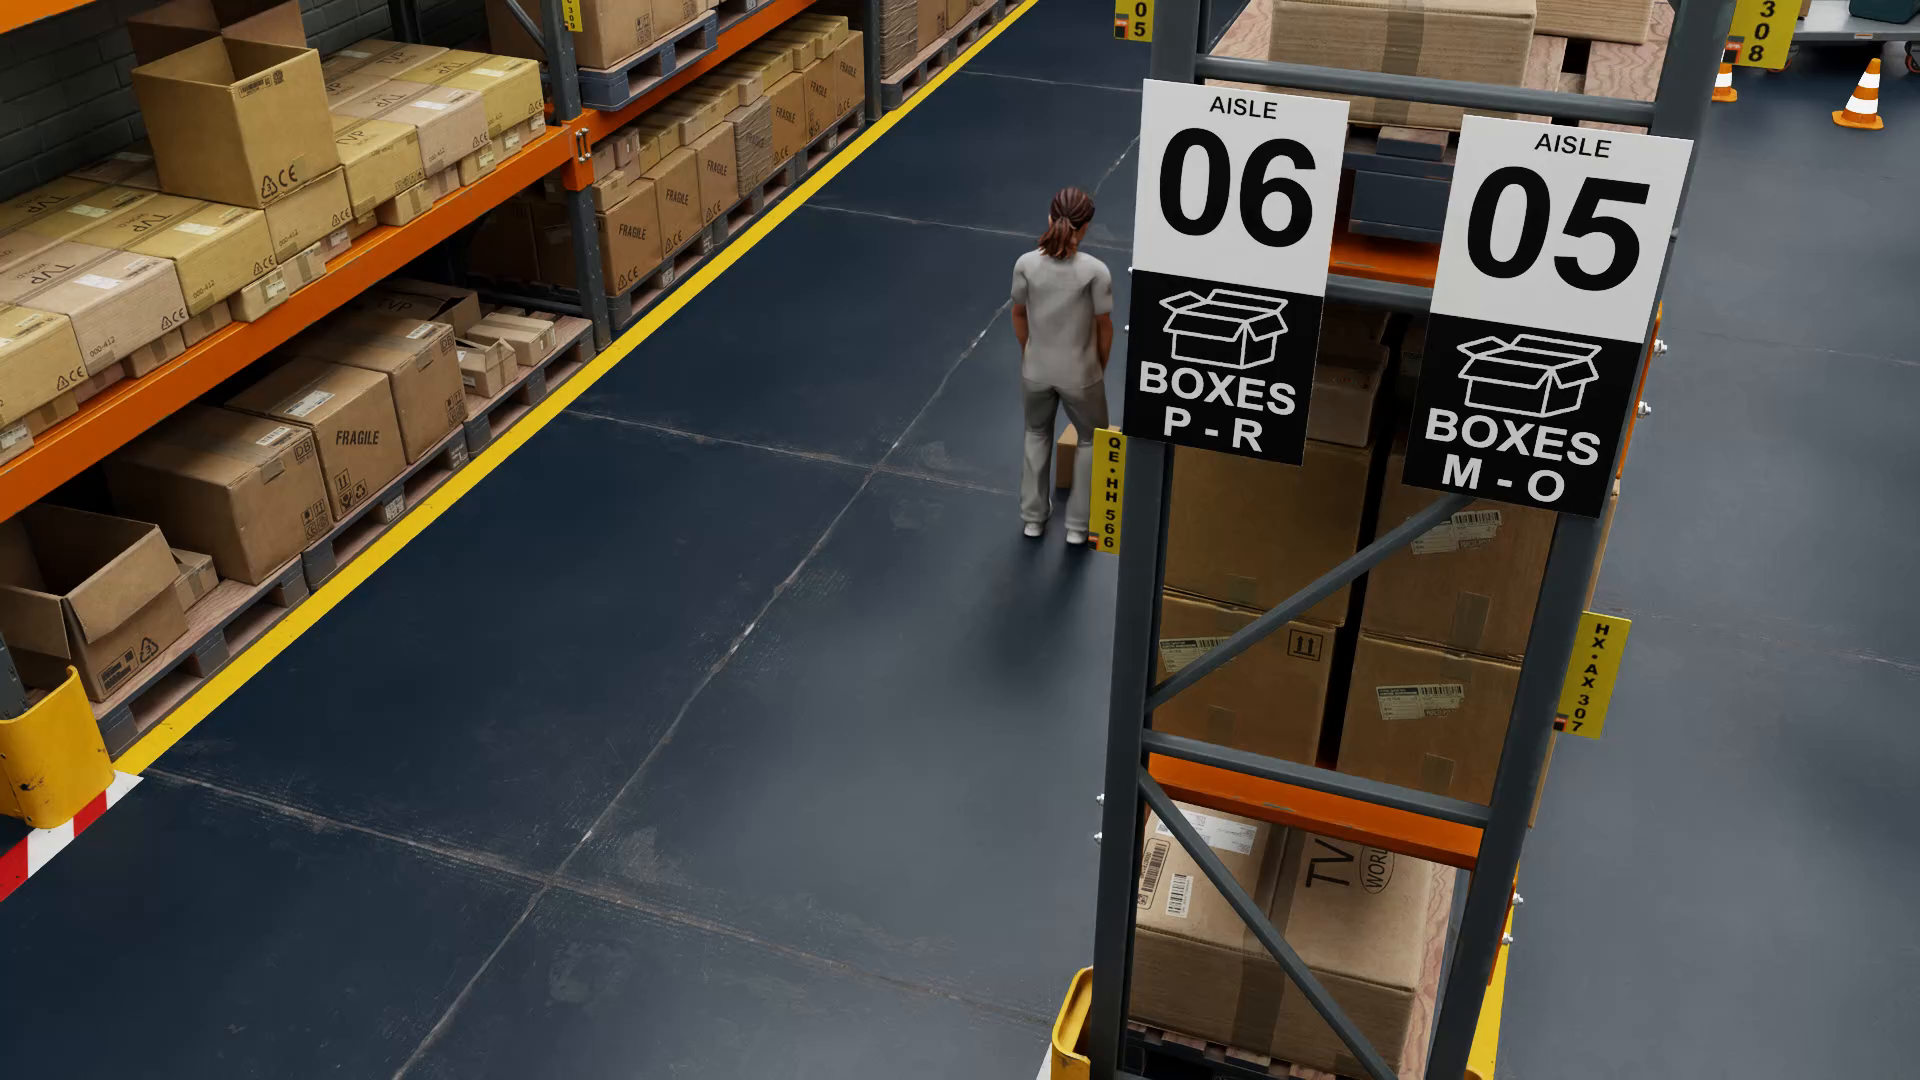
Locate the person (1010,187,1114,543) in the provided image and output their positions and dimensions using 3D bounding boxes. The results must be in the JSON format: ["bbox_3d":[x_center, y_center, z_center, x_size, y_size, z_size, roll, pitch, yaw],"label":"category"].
[{"bbox_3d":[0.441,-0.743,7.329,0.461,1.622,0.387,12,35,18],"label":"person"}]
